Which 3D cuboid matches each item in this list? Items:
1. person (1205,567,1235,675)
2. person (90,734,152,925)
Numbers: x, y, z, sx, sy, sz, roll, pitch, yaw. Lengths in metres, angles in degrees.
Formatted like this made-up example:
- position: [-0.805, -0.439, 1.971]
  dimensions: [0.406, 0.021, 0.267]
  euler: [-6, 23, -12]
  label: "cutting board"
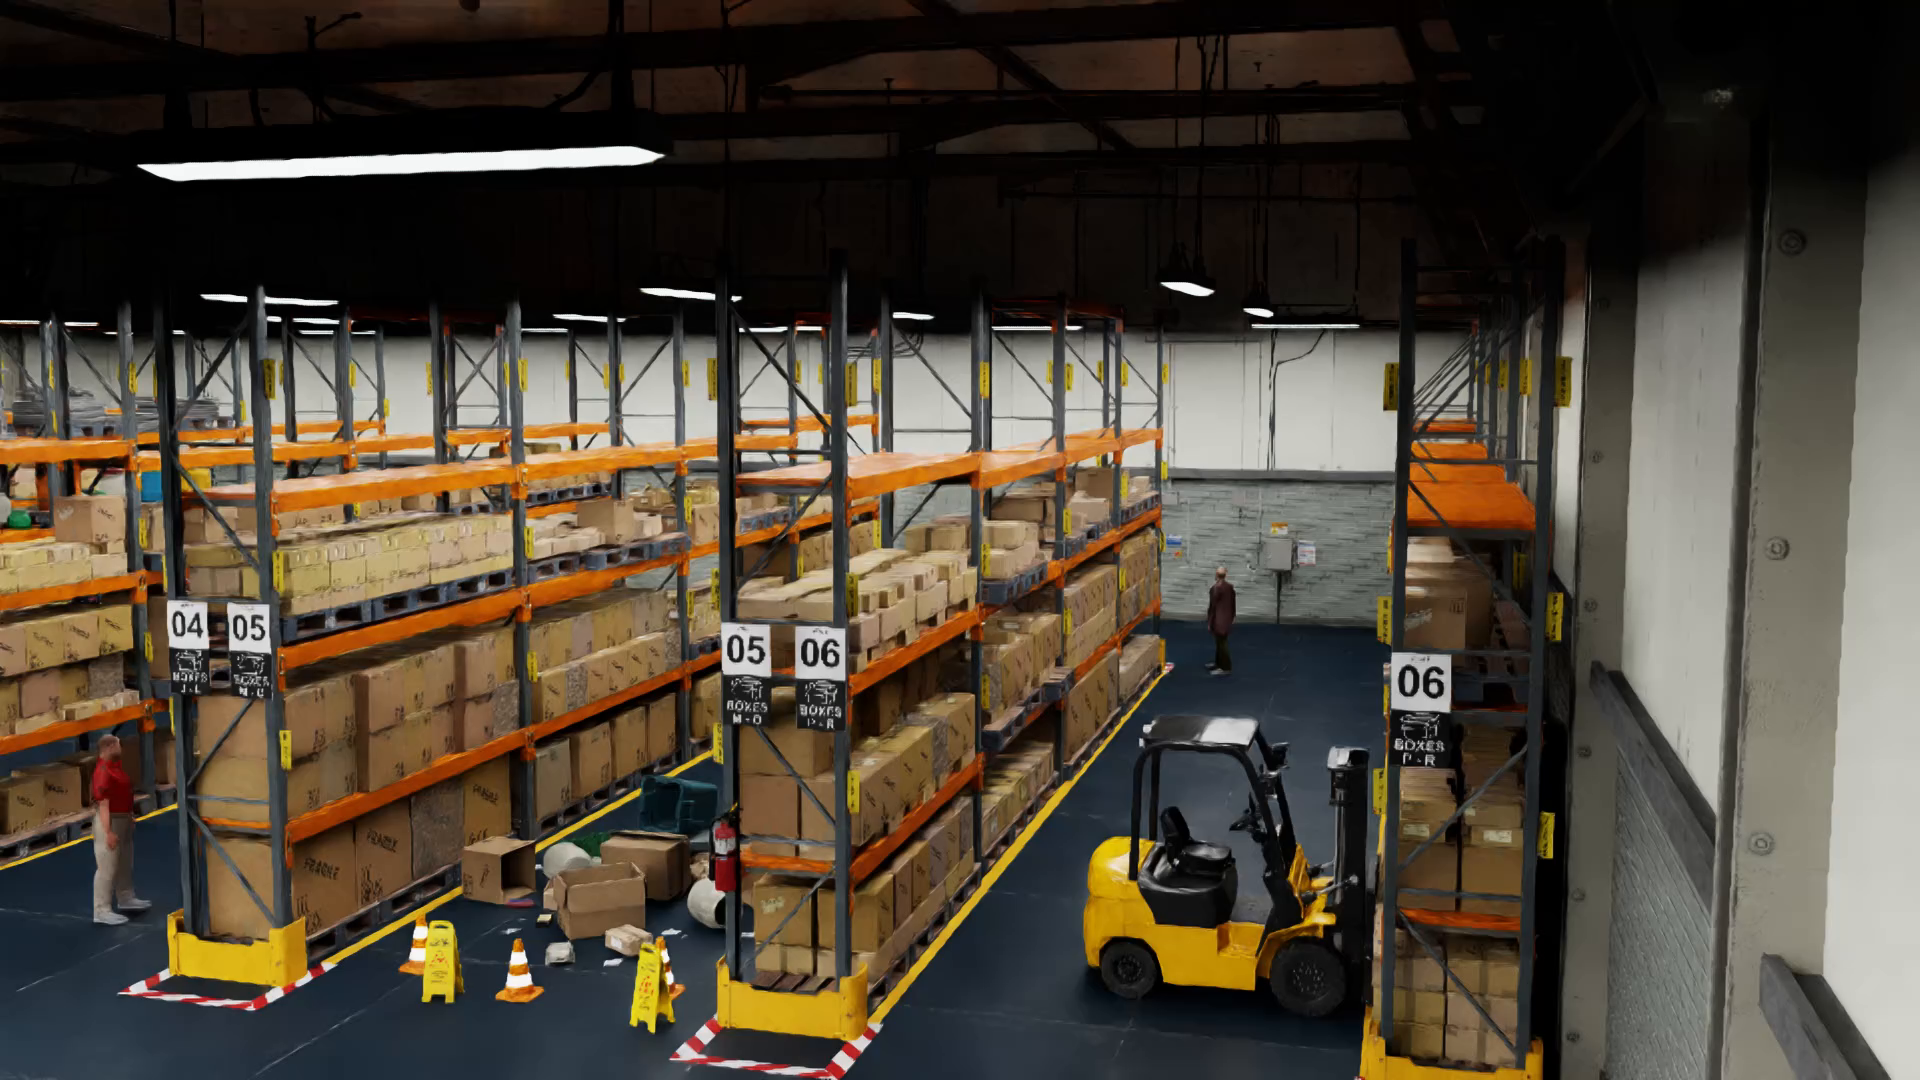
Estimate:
- position: [4.330, 1.422, 27.806]
  dimensions: [0.648, 1.579, 0.691]
  euler: [5, 8, 39]
  label: "person"
- position: [-7.843, 2.658, 15.495]
  dimensions: [0.457, 1.733, 0.593]
  euler: [-2, 6, -15]
  label: "person"
